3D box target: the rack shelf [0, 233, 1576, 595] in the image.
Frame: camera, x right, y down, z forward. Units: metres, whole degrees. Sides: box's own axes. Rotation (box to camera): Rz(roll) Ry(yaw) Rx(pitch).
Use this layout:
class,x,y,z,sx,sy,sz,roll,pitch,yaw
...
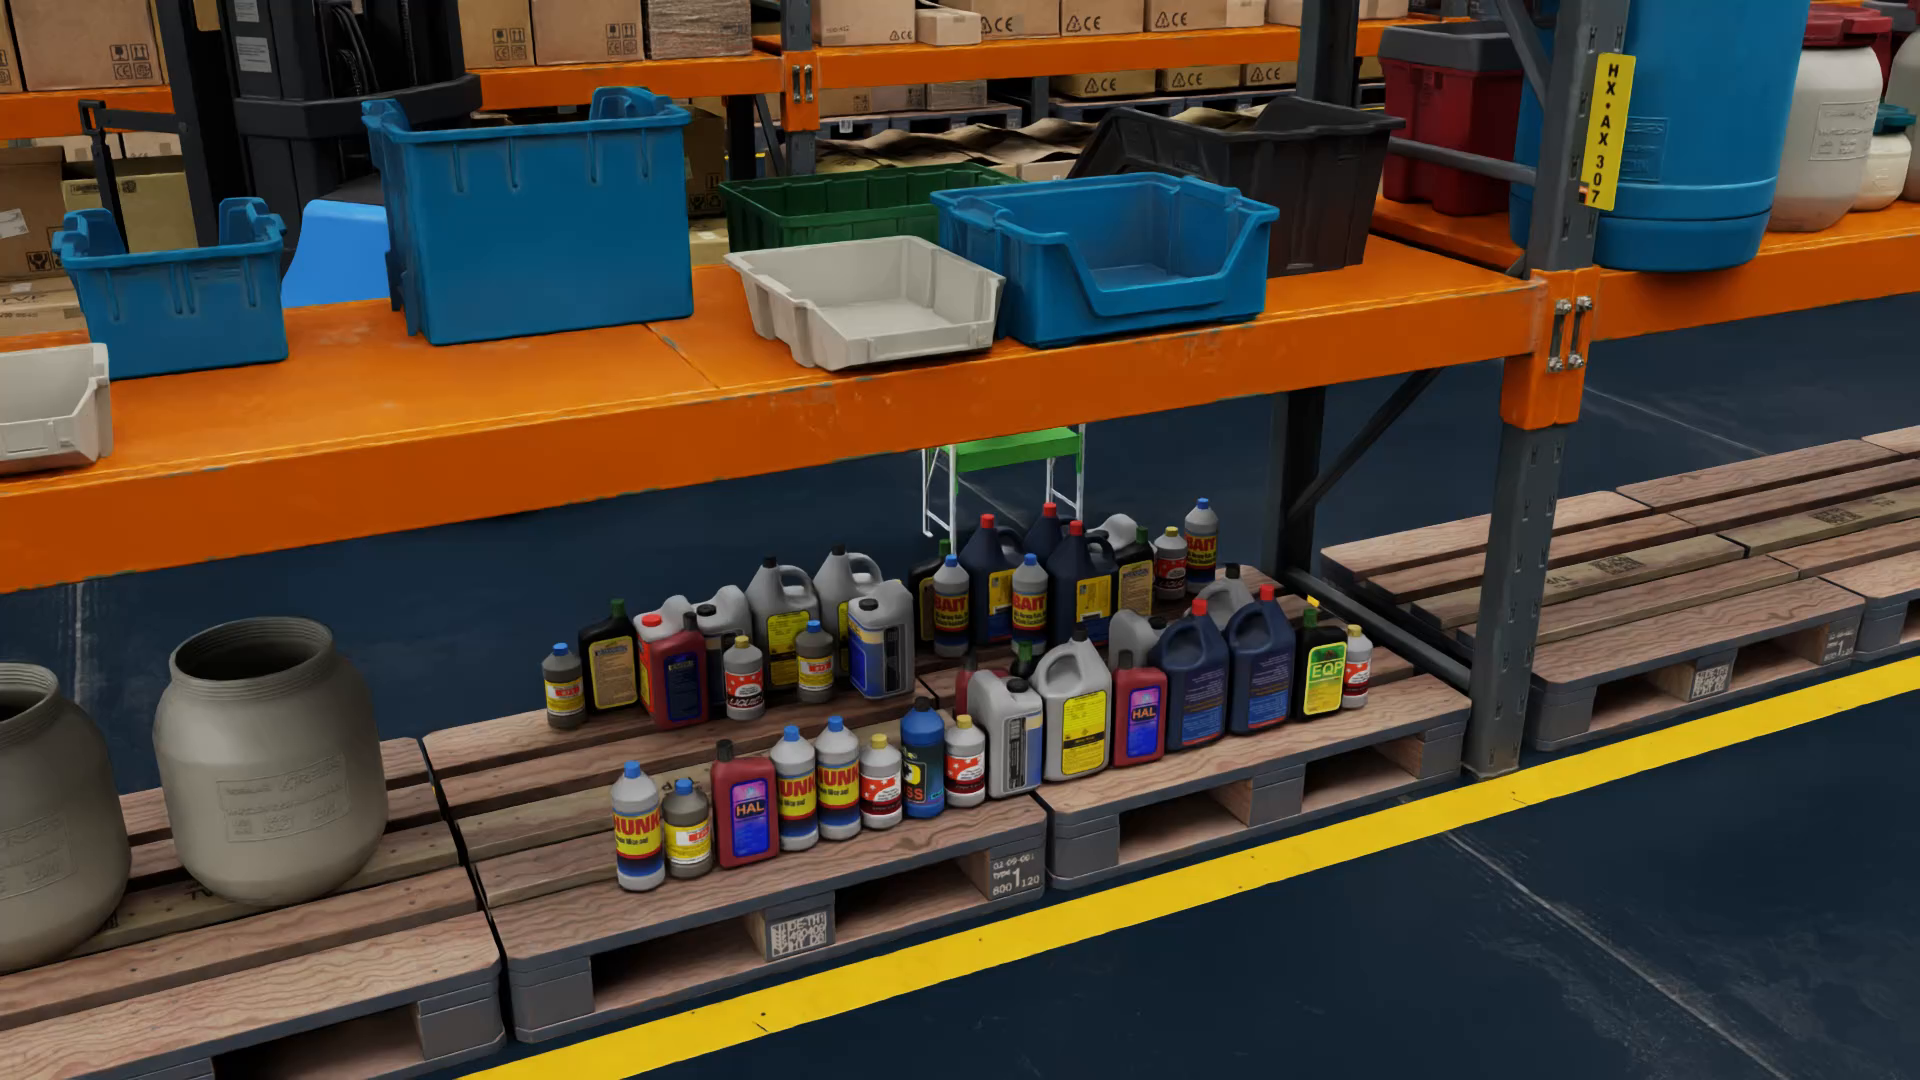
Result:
class,x,y,z,sx,sy,sz,roll,pitch,yaw
rack shelf,-0.631,-0.284,3.454,4.000,0.370,1.077,-10,25,-24

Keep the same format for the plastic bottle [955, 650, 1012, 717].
class,x,y,z,sx,sy,sz,roll,pitch,yaw
plastic bottle,0.057,0.385,3.875,0.133,0.283,0.061,-10,25,-24

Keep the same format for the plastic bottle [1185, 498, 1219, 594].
class,x,y,z,sx,sy,sz,roll,pitch,yaw
plastic bottle,0.694,0.011,4.793,0.097,0.271,0.097,0,22,0

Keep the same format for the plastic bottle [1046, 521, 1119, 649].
class,x,y,z,sx,sy,sz,roll,pitch,yaw
plastic bottle,0.326,0.113,4.442,0.185,0.351,0.144,-10,25,-24

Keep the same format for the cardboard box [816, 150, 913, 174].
class,x,y,z,sx,sy,sz,roll,pitch,yaw
cardboard box,-0.493,-1.821,8.540,0.500,0.311,0.500,-10,25,-23

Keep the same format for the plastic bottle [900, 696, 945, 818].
class,x,y,z,sx,sy,sz,roll,pitch,yaw
plastic bottle,-0.083,0.473,3.678,0.097,0.271,0.097,0,22,0

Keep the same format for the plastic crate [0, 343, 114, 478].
class,x,y,z,sx,sy,sz,roll,pitch,yaw
plastic crate,-1.487,-0.200,2.656,0.250,0.136,0.298,-10,25,-24

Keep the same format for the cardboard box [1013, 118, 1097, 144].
class,x,y,z,sx,sy,sz,roll,pitch,yaw
cardboard box,0.638,-2.257,9.592,0.500,0.311,0.500,-11,25,-24

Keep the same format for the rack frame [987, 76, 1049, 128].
class,x,y,z,sx,sy,sz,roll,pitch,yaw
rack frame,0.479,-5.025,13.969,0.127,3.000,1.000,-10,25,-24

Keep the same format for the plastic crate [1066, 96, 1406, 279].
class,x,y,z,sx,sy,sz,roll,pitch,yaw
plastic crate,0.644,-0.876,4.026,0.504,0.338,0.767,-10,25,-24

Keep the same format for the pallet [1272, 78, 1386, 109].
class,x,y,z,sx,sy,sz,roll,pitch,yaw
pallet,3.420,-4.247,15.733,1.213,0.211,1.003,-10,25,-24

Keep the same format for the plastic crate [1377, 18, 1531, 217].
class,x,y,z,sx,sy,sz,roll,pitch,yaw
plastic crate,1.475,-1.163,4.554,0.583,0.464,0.402,-10,25,-24

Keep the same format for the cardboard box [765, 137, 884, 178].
class,x,y,z,sx,sy,sz,roll,pitch,yaw
cardboard box,-0.733,-2.004,8.982,0.500,0.311,0.500,-10,25,-24

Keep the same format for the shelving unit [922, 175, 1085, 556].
class,x,y,z,sx,sy,sz,roll,pitch,yaw
shelving unit,0.149,-0.582,5.587,0.503,1.200,0.258,-10,25,-24

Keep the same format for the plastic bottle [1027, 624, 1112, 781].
class,x,y,z,sx,sy,sz,roll,pitch,yaw
plastic bottle,0.252,0.364,3.836,0.185,0.351,0.144,-11,25,-24

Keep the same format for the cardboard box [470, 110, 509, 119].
class,x,y,z,sx,sy,sz,roll,pitch,yaw
cardboard box,-3.595,-3.157,12.584,0.250,0.166,0.380,-14,26,-30

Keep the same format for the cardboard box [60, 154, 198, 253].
class,x,y,z,sx,sy,sz,roll,pitch,yaw
cardboard box,-3.549,-1.358,7.174,0.500,0.500,0.500,-10,25,-24

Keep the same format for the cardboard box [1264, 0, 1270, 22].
class,x,y,z,sx,sy,sz,roll,pitch,yaw
cardboard box,1.741,-3.196,9.666,0.500,0.311,0.500,-11,25,-24

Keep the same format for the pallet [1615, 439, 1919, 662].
class,x,y,z,sx,sy,sz,roll,pitch,yaw
pallet,2.963,-0.007,5.491,1.213,0.211,1.003,-10,25,-24

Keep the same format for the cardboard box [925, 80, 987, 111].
class,x,y,z,sx,sy,sz,roll,pitch,yaw
cardboard box,-0.148,-3.936,14.031,0.500,0.500,0.700,-10,25,-23

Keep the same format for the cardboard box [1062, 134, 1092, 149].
class,x,y,z,sx,sy,sz,roll,pitch,yaw
cardboard box,0.891,-2.076,9.157,0.500,0.311,0.500,-10,24,-22

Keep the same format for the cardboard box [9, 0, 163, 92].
class,x,y,z,sx,sy,sz,roll,pitch,yaw
cardboard box,-3.681,-2.200,7.012,0.500,0.500,0.700,-10,24,-22

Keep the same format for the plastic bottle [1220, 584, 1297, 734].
class,x,y,z,sx,sy,sz,roll,pitch,yaw
plastic bottle,0.716,0.279,4.042,0.185,0.351,0.144,-11,25,-25

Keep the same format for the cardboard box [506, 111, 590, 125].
class,x,y,z,sx,sy,sz,roll,pitch,yaw
cardboard box,-1.975,-1.871,8.413,0.500,0.500,0.500,-10,25,-24

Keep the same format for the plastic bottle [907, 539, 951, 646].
class,x,y,z,sx,sy,sz,roll,pitch,yaw
plastic bottle,-0.073,0.139,4.468,0.133,0.283,0.061,-9,24,-21

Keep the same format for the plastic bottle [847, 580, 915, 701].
class,x,y,z,sx,sy,sz,roll,pitch,yaw
plastic bottle,-0.202,0.247,4.217,0.135,0.276,0.152,-10,25,-24

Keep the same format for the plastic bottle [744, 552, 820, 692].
class,x,y,z,sx,sy,sz,roll,pitch,yaw
plastic bottle,-0.457,0.196,4.242,0.185,0.351,0.144,-9,24,-21

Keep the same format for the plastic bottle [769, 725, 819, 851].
class,x,y,z,sx,sy,sz,roll,pitch,yaw
plastic bottle,-0.355,0.523,3.557,0.097,0.271,0.097,0,22,0

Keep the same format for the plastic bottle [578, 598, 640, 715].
class,x,y,z,sx,sy,sz,roll,pitch,yaw
plastic bottle,-0.871,0.286,4.113,0.133,0.283,0.061,-10,24,-22

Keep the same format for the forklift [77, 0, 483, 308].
class,x,y,z,sx,sy,sz,roll,pitch,yaw
forklift,-2.723,-1.831,6.340,3.031,2.935,1.130,10,24,23

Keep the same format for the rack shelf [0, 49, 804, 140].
class,x,y,z,sx,sy,sz,roll,pitch,yaw
rack shelf,-2.776,-1.991,7.579,4.000,0.370,1.077,-10,25,-24

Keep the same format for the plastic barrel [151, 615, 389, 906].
class,x,y,z,sx,sy,sz,roll,pitch,yaw
plastic barrel,-1.422,0.453,3.439,0.421,0.512,0.421,0,22,0

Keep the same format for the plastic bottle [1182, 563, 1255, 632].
class,x,y,z,sx,sy,sz,roll,pitch,yaw
plastic bottle,0.653,0.229,4.162,0.185,0.351,0.144,-10,25,-24

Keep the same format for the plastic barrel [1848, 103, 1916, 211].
class,x,y,z,sx,sy,sz,roll,pitch,yaw
plastic barrel,2.430,-1.051,4.547,0.301,0.262,0.301,0,22,0

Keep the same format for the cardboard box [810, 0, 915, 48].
class,x,y,z,sx,sy,sz,roll,pitch,yaw
cardboard box,-0.549,-2.683,8.505,0.500,0.250,0.500,-9,24,-20

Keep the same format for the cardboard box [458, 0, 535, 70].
class,x,y,z,sx,sy,sz,roll,pitch,yaw
cardboard box,-2.297,-2.454,7.626,0.500,0.500,0.700,-10,25,-23

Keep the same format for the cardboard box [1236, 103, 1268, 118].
class,x,y,z,sx,sy,sz,roll,pitch,yaw
cardboard box,2.031,-2.516,10.219,0.500,0.311,0.500,-10,24,-22

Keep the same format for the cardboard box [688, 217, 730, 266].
class,x,y,z,sx,sy,sz,roll,pitch,yaw
cardboard box,-1.297,-1.427,8.321,0.500,0.250,0.500,-10,25,-24

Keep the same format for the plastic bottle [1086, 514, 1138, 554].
class,x,y,z,sx,sy,sz,roll,pitch,yaw
plastic bottle,0.414,0.072,4.639,0.135,0.276,0.152,-9,24,-22

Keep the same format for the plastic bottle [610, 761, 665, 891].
class,x,y,z,sx,sy,sz,roll,pitch,yaw
plastic bottle,-0.664,0.580,3.420,0.097,0.271,0.097,0,22,0

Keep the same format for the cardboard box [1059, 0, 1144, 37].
class,x,y,z,sx,sy,sz,roll,pitch,yaw
cardboard box,0.651,-2.994,8.930,0.500,0.500,0.500,-10,25,-24

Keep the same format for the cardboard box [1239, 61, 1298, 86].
class,x,y,z,sx,sy,sz,roll,pitch,yaw
cardboard box,2.754,-4.589,15.175,0.750,0.750,0.750,-10,24,-22

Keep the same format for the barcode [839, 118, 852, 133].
class,x,y,z,sx,sy,sz,roll,pitch,yaw
barcode,-0.563,-2.046,8.209,0.075,0.075,0.001,-10,25,-24

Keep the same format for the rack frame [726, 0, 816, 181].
class,x,y,z,sx,sy,sz,roll,pitch,yaw
rack frame,-0.974,-2.655,8.243,0.127,3.000,1.000,-10,25,-24

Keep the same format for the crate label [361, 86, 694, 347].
class,x,y,z,sx,sy,sz,roll,pitch,yaw
crate label,-0.892,-0.699,3.471,0.616,0.435,0.502,-10,25,-24

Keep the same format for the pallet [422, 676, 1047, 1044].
class,x,y,z,sx,sy,sz,roll,pitch,yaw
pallet,-0.553,0.642,3.924,1.213,0.211,1.003,-10,25,-24

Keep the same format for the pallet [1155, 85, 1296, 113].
class,x,y,z,sx,sy,sz,roll,pitch,yaw
pallet,2.319,-4.043,15.240,1.213,0.211,1.003,-10,25,-24

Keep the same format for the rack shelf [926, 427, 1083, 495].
class,x,y,z,sx,sy,sz,roll,pitch,yaw
rack shelf,0.149,-0.301,5.703,0.480,0.148,0.258,-10,25,-24

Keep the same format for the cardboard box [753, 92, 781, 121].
class,x,y,z,sx,sy,sz,roll,pitch,yaw
cardboard box,-1.548,-3.712,13.488,0.500,0.500,0.700,-10,25,-23
